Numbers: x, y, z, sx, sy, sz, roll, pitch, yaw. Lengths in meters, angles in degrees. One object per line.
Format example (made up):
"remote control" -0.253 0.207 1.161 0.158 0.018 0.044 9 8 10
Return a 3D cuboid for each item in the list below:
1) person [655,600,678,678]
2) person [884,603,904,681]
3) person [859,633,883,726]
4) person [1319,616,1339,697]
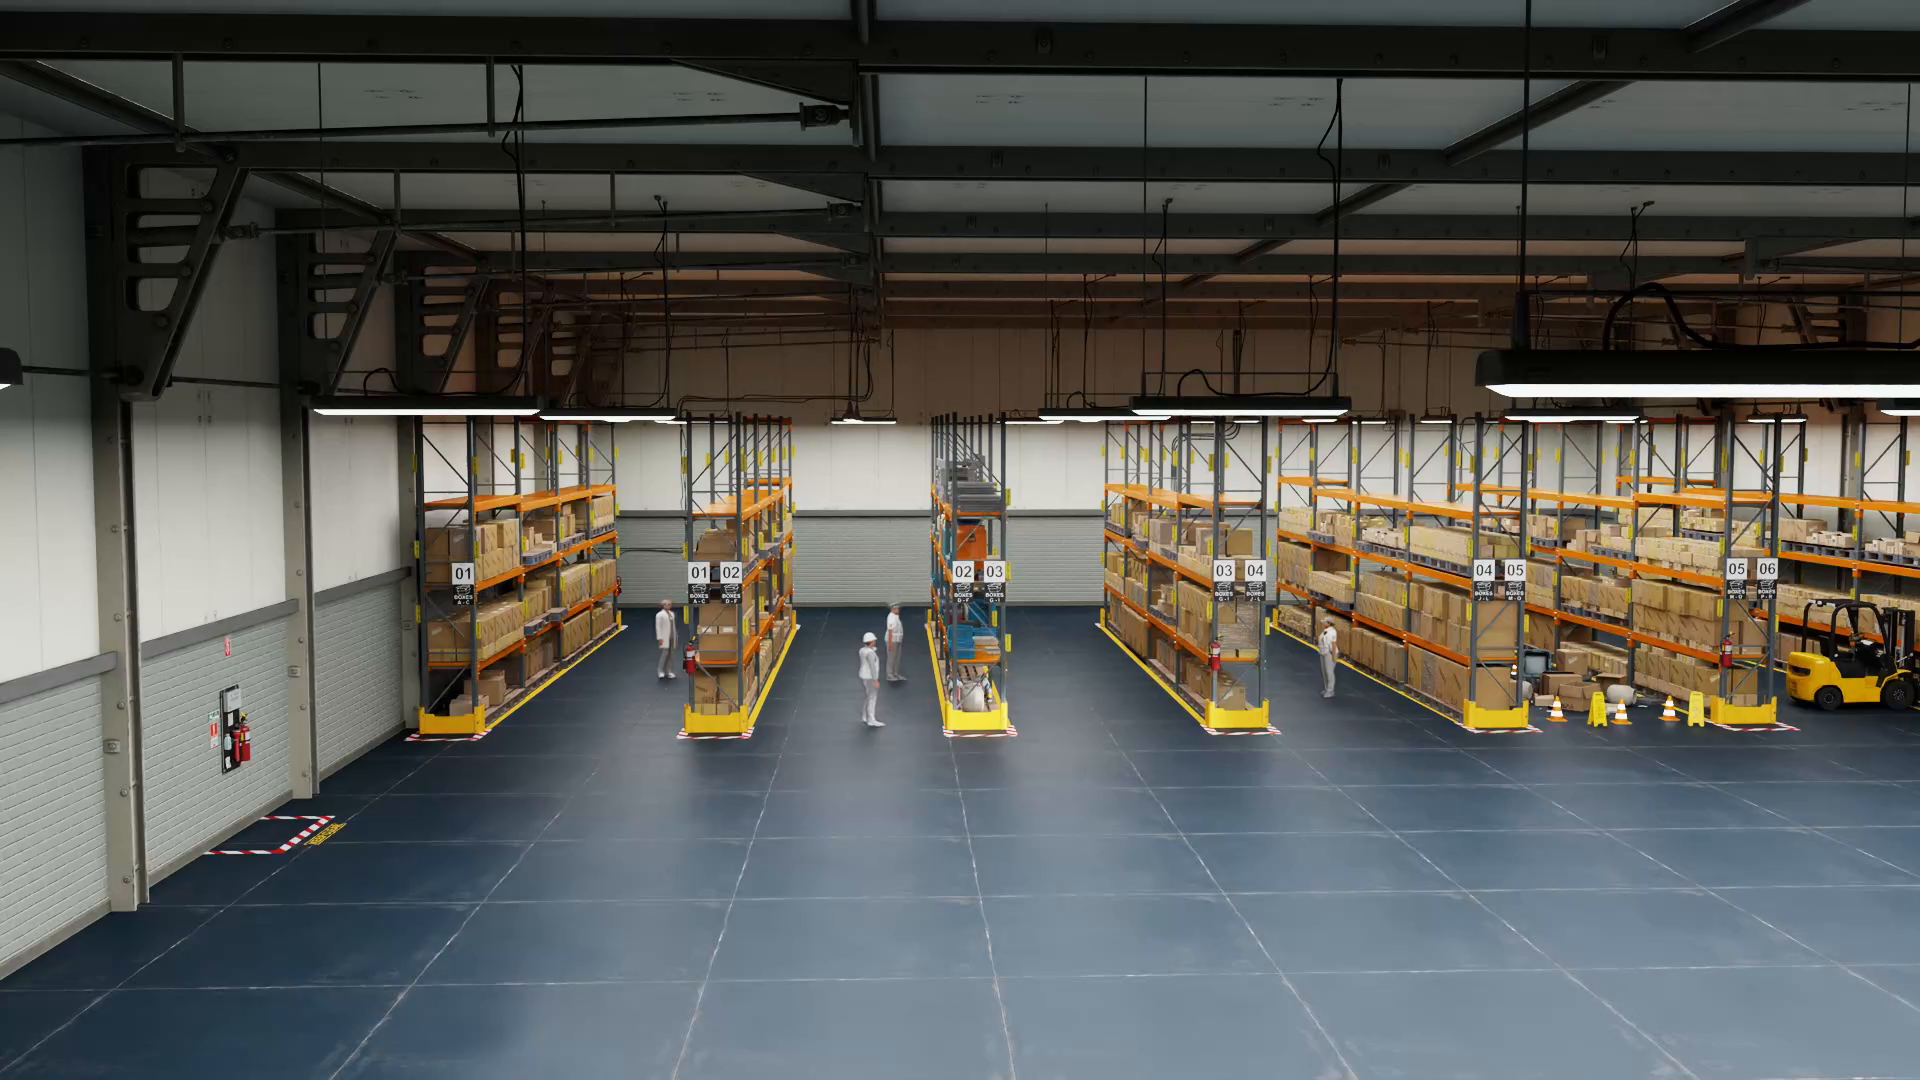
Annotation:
"person" -6.683 2.254 37.916 0.465 1.783 0.631 3 5 34
"person" -1.496 2.289 37.448 0.408 1.772 0.619 1 4 8
"person" -1.723 2.704 31.958 0.388 1.857 0.620 -1 4 -17
"person" 7.857 2.479 35.504 0.458 1.678 0.609 -1 4 -14
